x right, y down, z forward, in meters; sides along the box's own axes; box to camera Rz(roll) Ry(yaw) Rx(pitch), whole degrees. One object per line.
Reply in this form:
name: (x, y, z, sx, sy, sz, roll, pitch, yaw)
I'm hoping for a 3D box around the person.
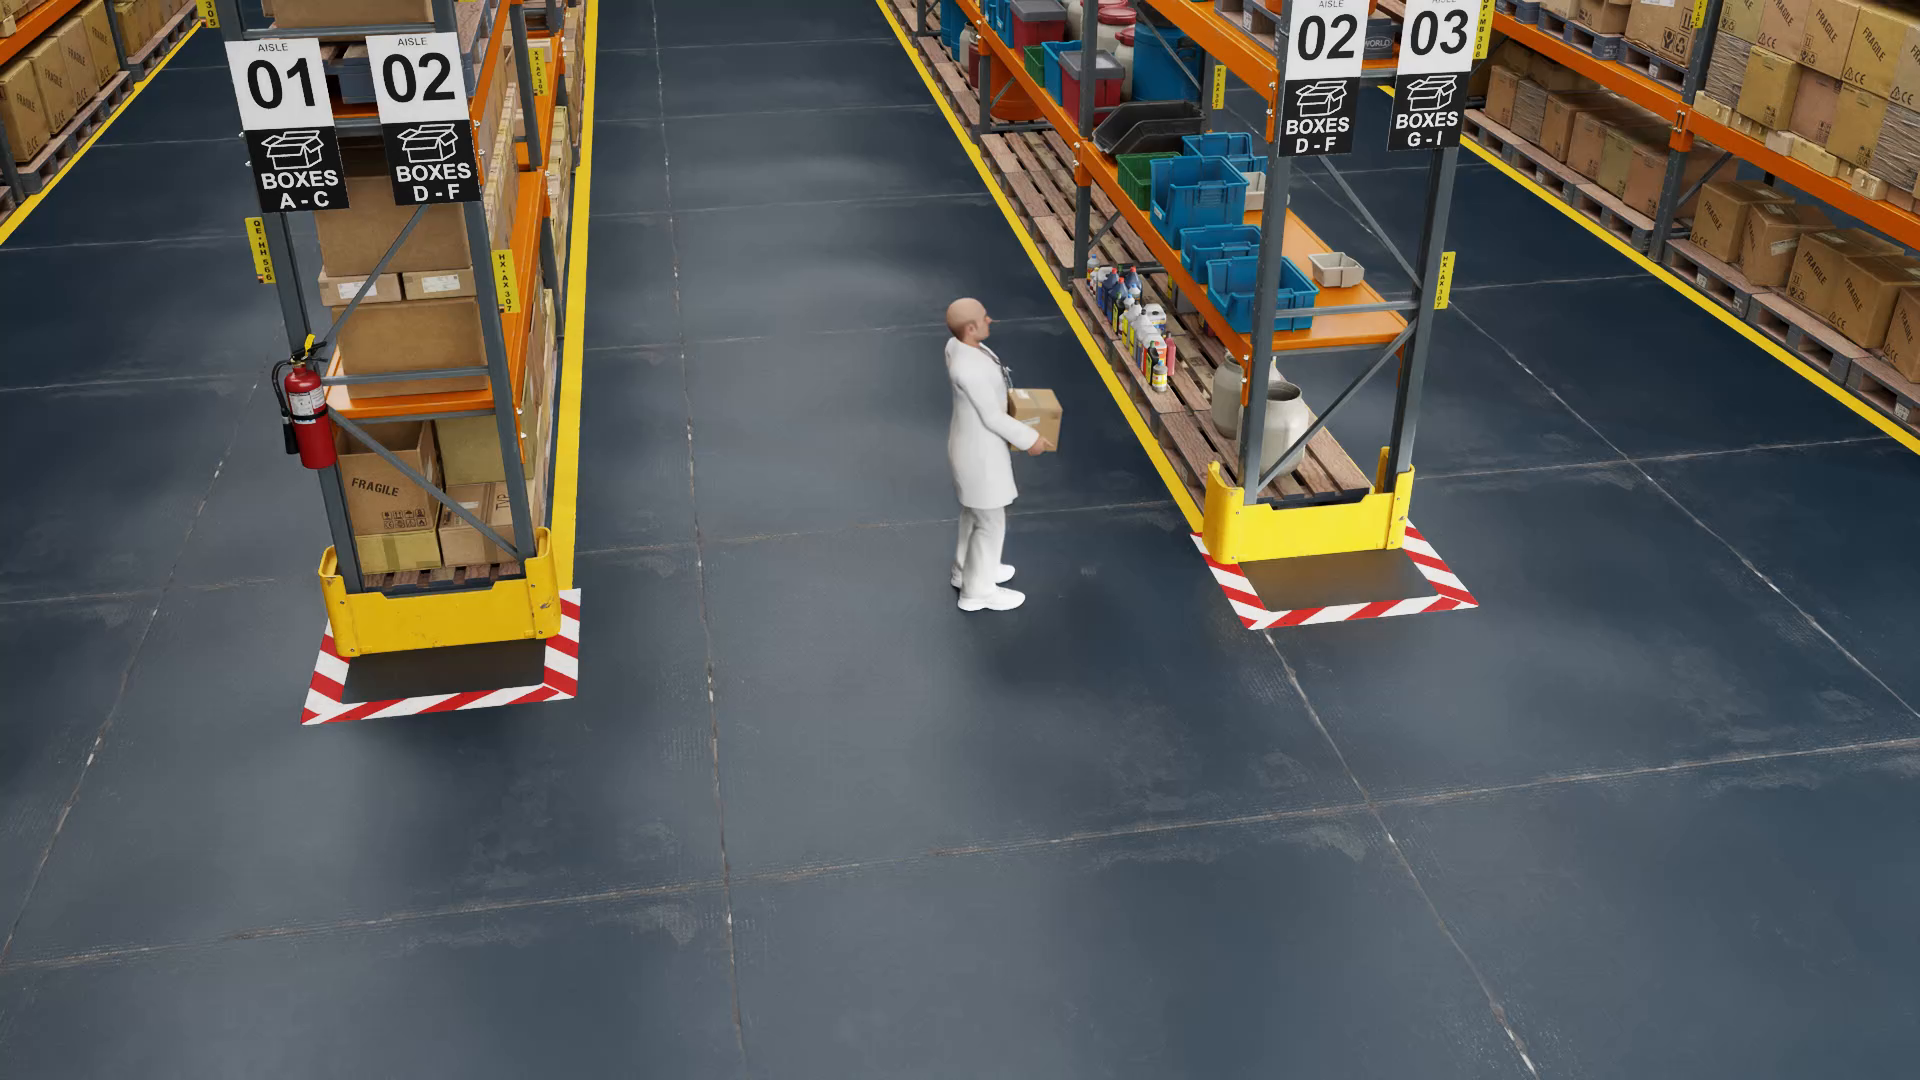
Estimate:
person: (0.201, -0.475, 8.973, 0.553, 1.771, 0.530, -5, 31, -9)
